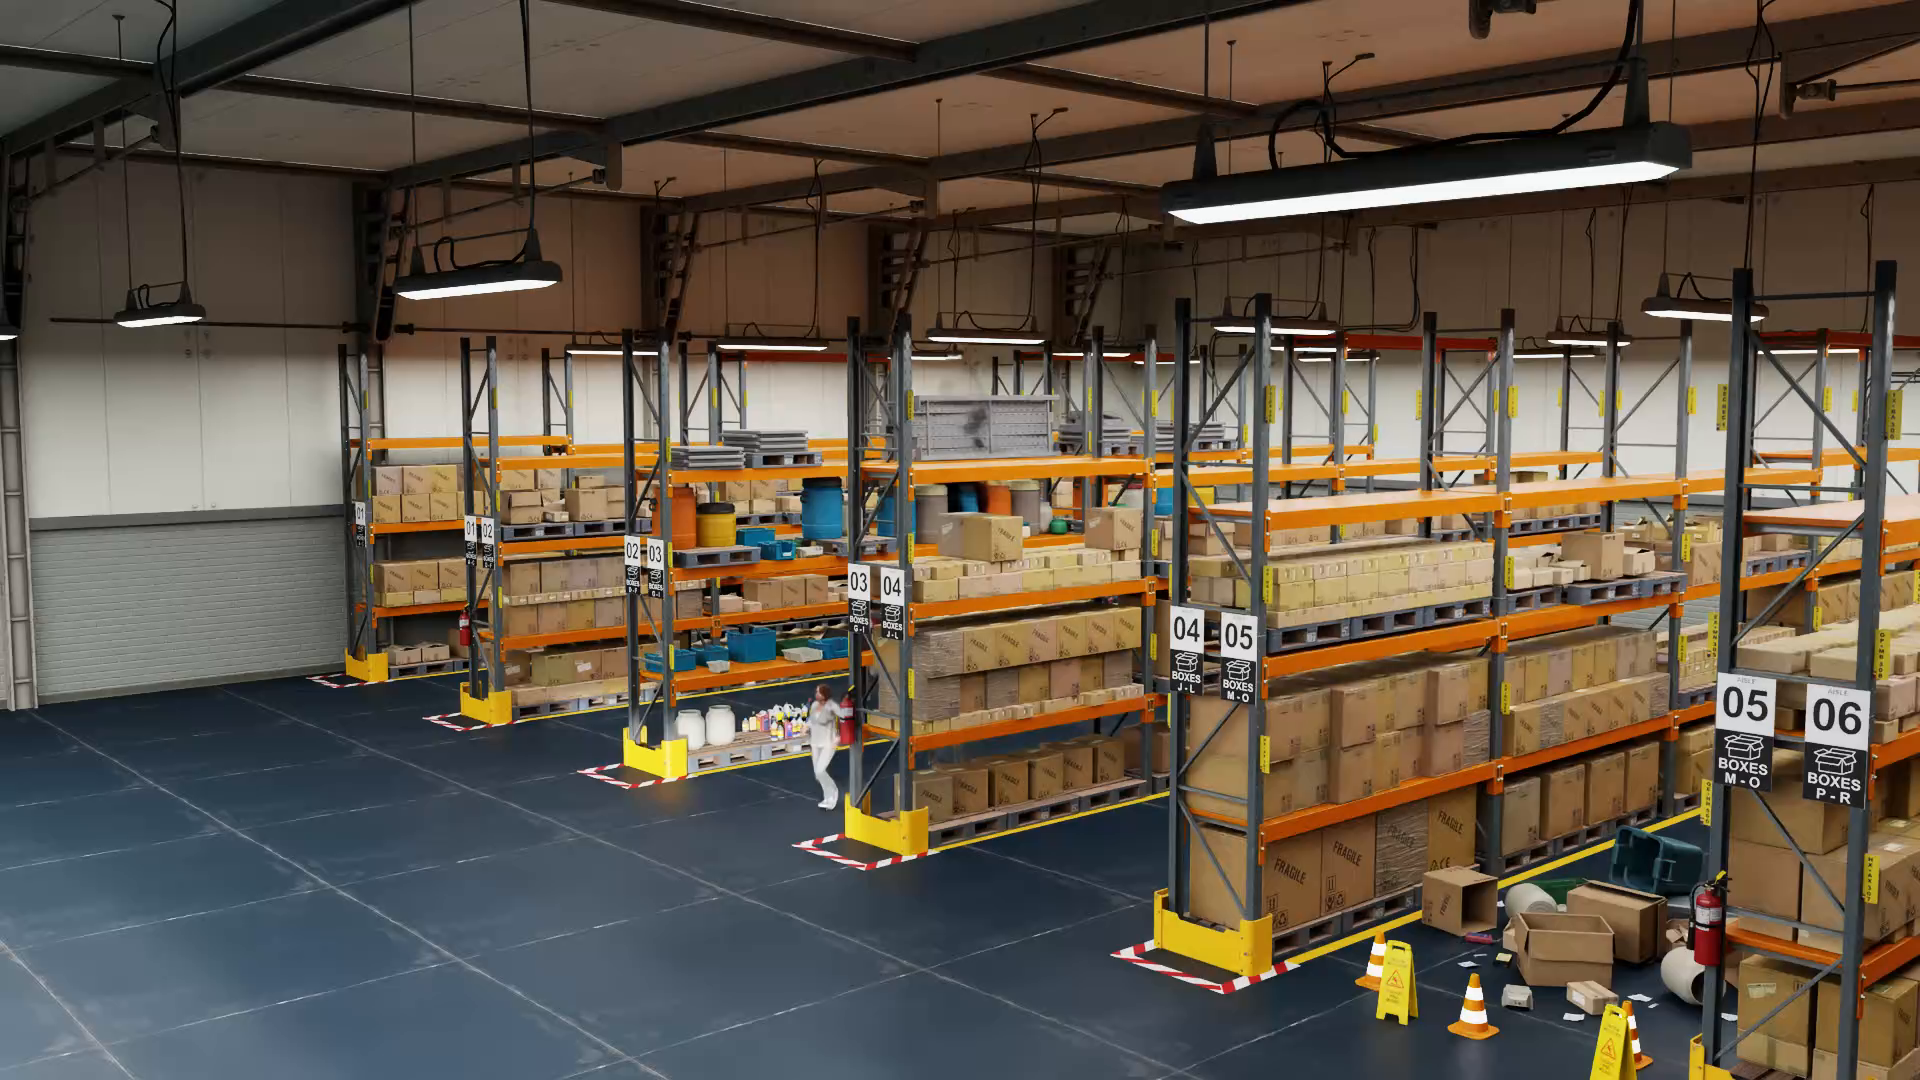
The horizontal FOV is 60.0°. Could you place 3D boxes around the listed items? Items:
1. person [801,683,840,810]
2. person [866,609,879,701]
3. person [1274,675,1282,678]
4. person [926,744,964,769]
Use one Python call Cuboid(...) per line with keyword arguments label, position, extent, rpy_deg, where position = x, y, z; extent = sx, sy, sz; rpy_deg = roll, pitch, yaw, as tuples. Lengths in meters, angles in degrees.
Cuboid(label="person", position=(-1.694, 2.543, 20.414), extent=(0.540, 1.572, 0.571), rpy_deg=(4, 6, 36))
Cuboid(label="person", position=(-1.418, 1.869, 27.702), extent=(0.834, 1.648, 0.579), rpy_deg=(-5, 7, -41))
Cuboid(label="person", position=(3.908, 2.509, 20.111), extent=(0.641, 1.762, 0.912), rpy_deg=(5, 7, 44))
Cuboid(label="person", position=(-0.218, 2.348, 22.099), extent=(0.576, 1.749, 0.732), rpy_deg=(4, 6, 35))
